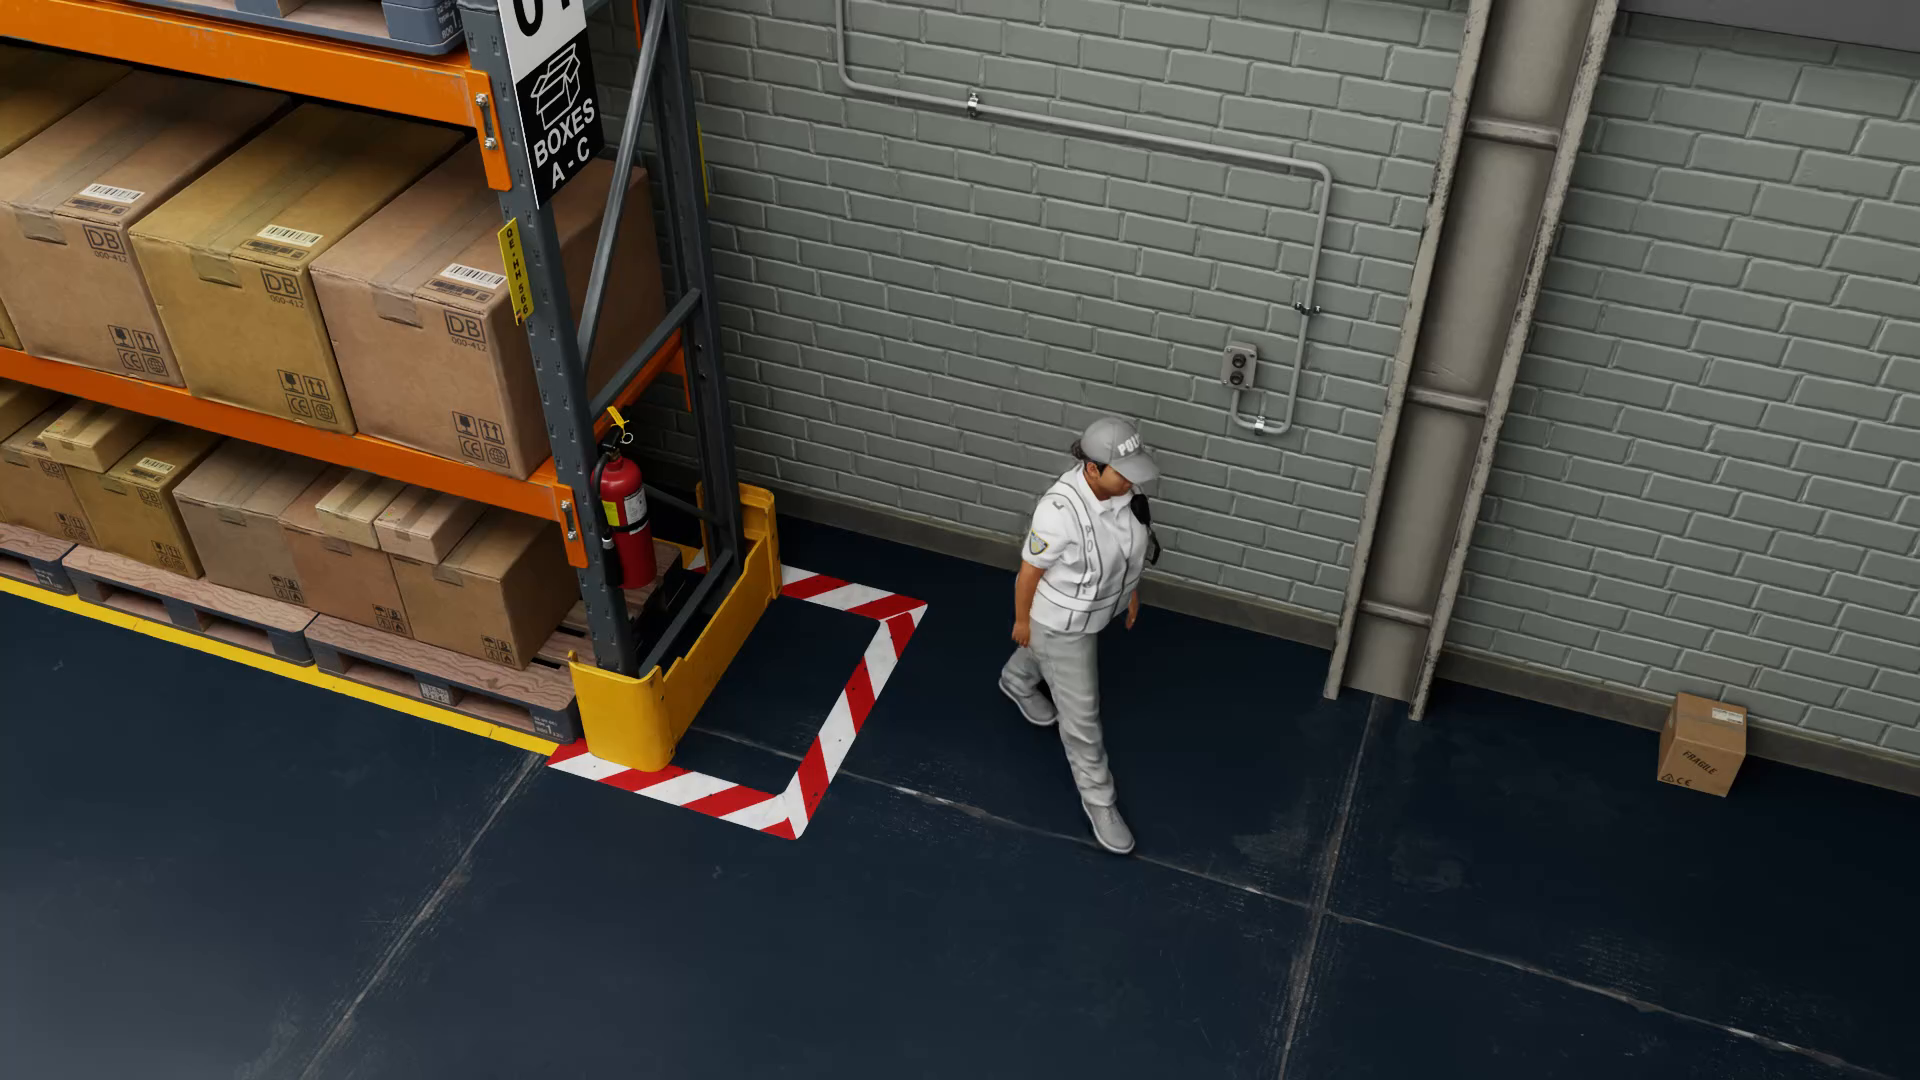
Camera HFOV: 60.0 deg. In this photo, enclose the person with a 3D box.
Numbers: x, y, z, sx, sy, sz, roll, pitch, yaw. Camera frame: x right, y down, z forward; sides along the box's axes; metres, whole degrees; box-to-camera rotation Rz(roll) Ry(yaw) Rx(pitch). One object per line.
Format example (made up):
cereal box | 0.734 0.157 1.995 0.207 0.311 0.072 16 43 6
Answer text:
person | 0.436 0.234 5.874 0.906 1.614 0.548 31 50 30
